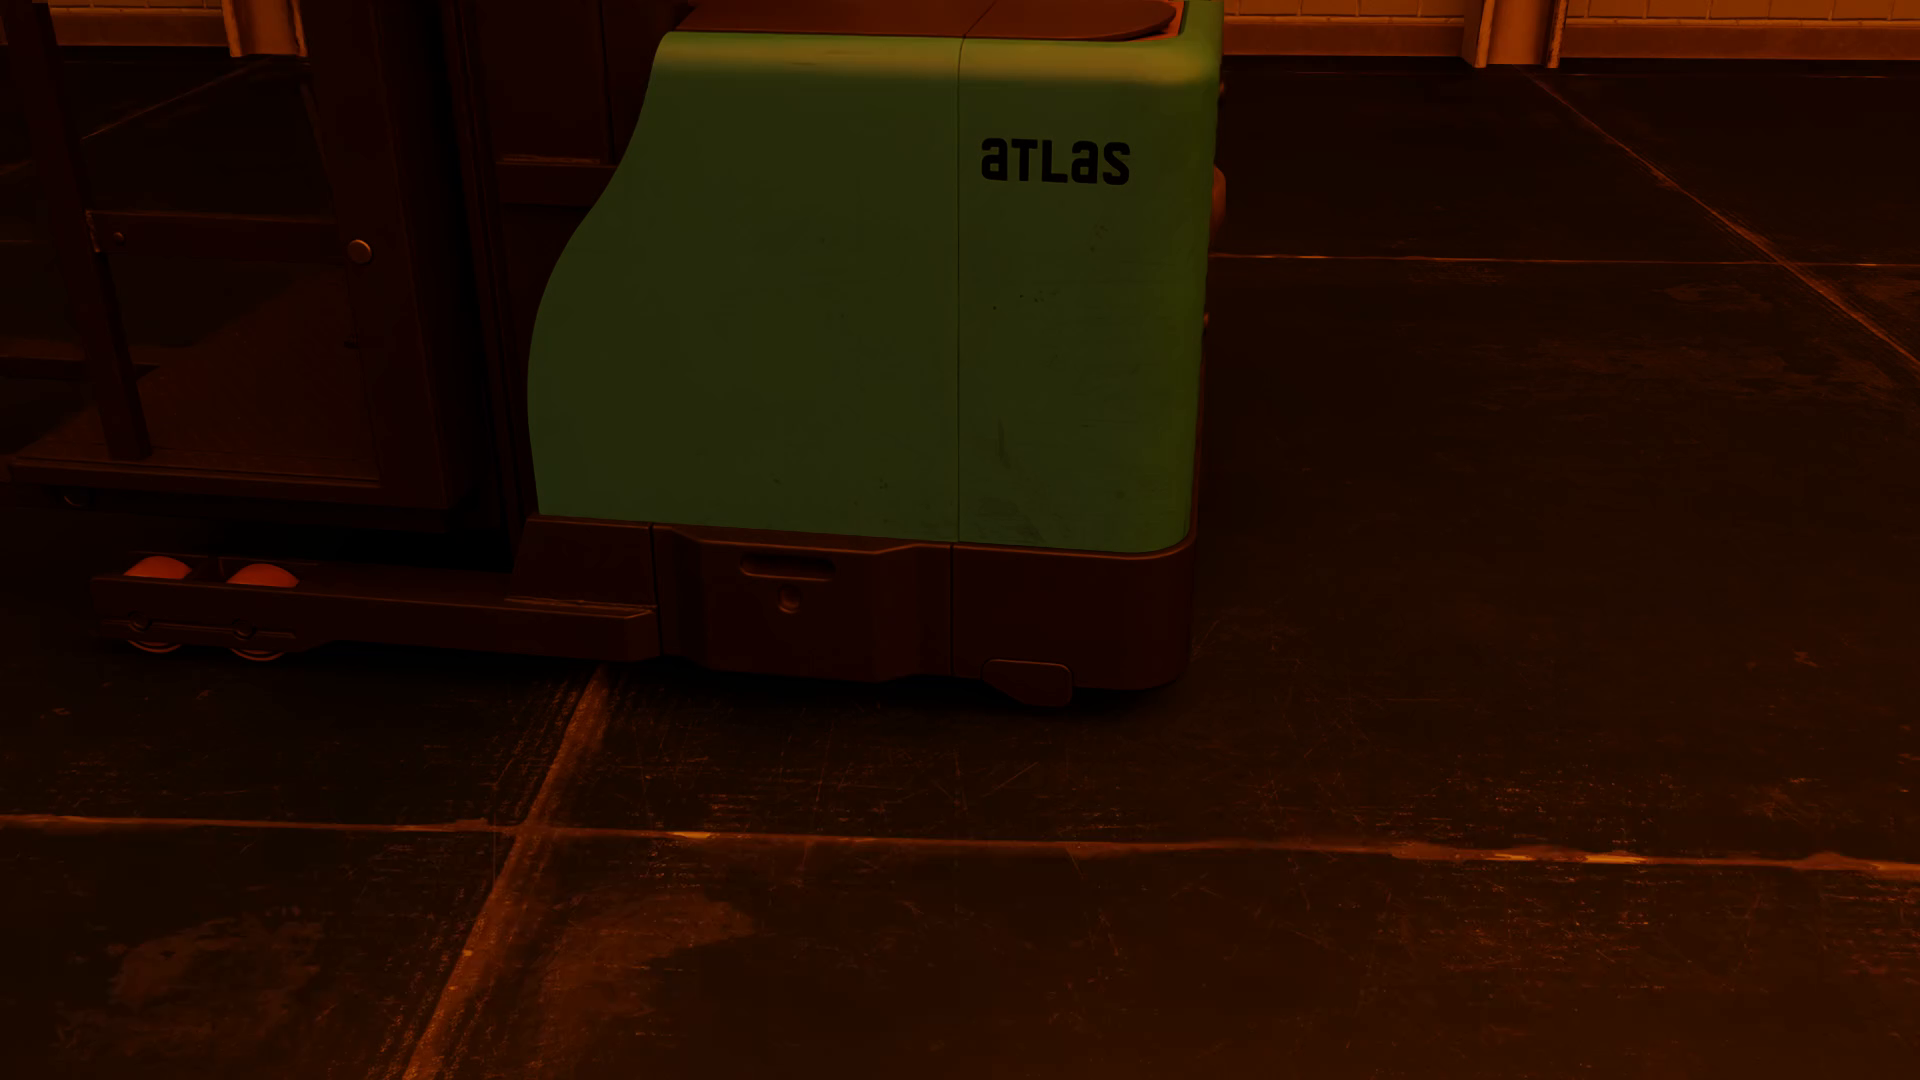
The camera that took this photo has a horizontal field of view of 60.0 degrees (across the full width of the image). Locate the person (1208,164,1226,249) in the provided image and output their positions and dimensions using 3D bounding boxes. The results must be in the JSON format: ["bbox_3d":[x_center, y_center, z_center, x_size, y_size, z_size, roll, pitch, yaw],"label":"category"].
[{"bbox_3d":[0.423,-1.001,3.895,0.681,1.337,1.410,14,30,26],"label":"person"}]

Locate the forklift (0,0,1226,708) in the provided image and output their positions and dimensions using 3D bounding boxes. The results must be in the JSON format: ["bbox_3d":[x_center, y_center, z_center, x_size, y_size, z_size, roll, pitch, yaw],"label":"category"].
[{"bbox_3d":[-1.059,-1.329,2.714,3.031,2.935,1.130,4,27,8],"label":"forklift"}]
